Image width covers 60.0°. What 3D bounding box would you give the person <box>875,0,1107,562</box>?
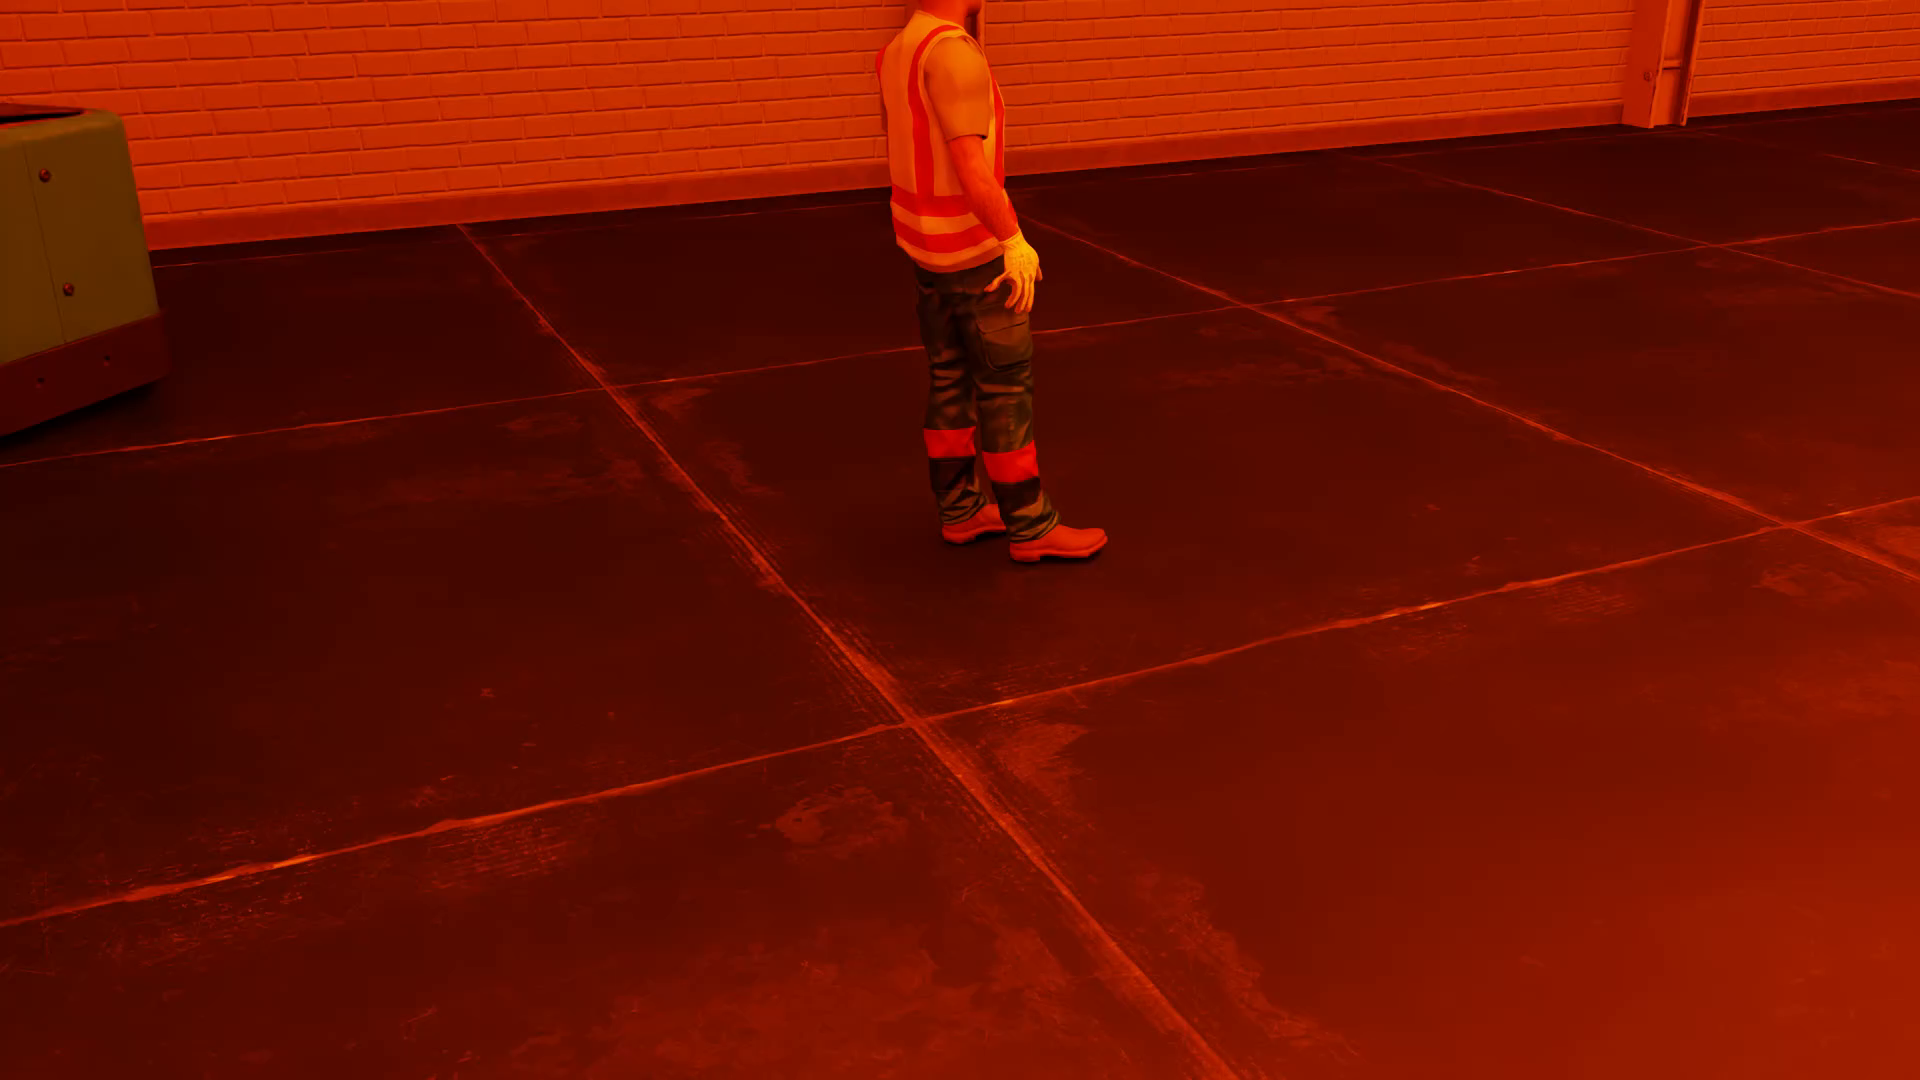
[{"bbox_3d":[0.078,-0.842,4.781,0.564,1.787,0.637,-10,25,-23],"label":"person"}]

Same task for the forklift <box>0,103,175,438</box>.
[{"bbox_3d":[-4.640,-1.964,6.014,3.031,2.935,1.130,8,24,18],"label":"forklift"}]
